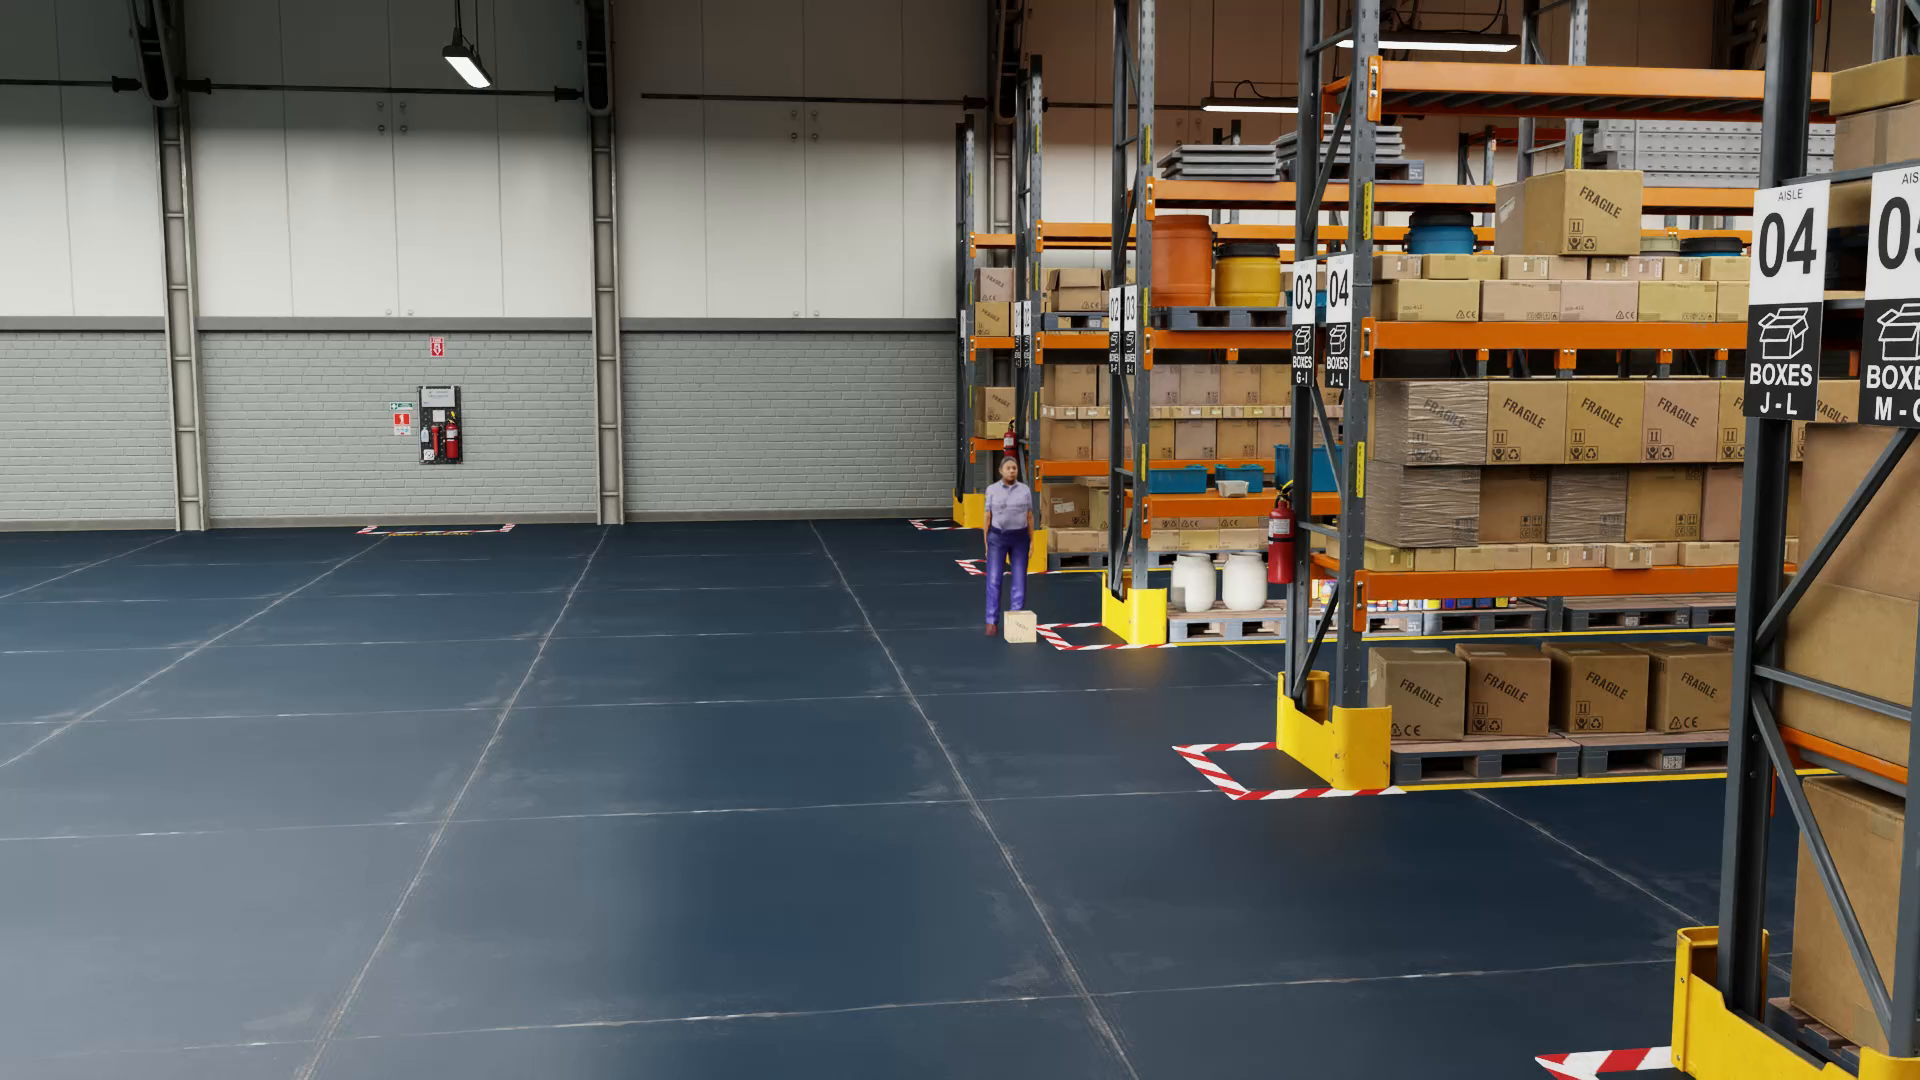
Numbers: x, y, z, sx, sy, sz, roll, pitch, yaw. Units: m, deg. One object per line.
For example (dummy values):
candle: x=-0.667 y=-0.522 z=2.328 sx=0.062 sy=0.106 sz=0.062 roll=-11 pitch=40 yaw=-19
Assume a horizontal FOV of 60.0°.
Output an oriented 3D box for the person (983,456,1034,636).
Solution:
person: x=0.462 y=0.061 z=15.511 sx=0.478 sy=1.686 sz=0.379 roll=-1 pitch=7 yaw=-11
